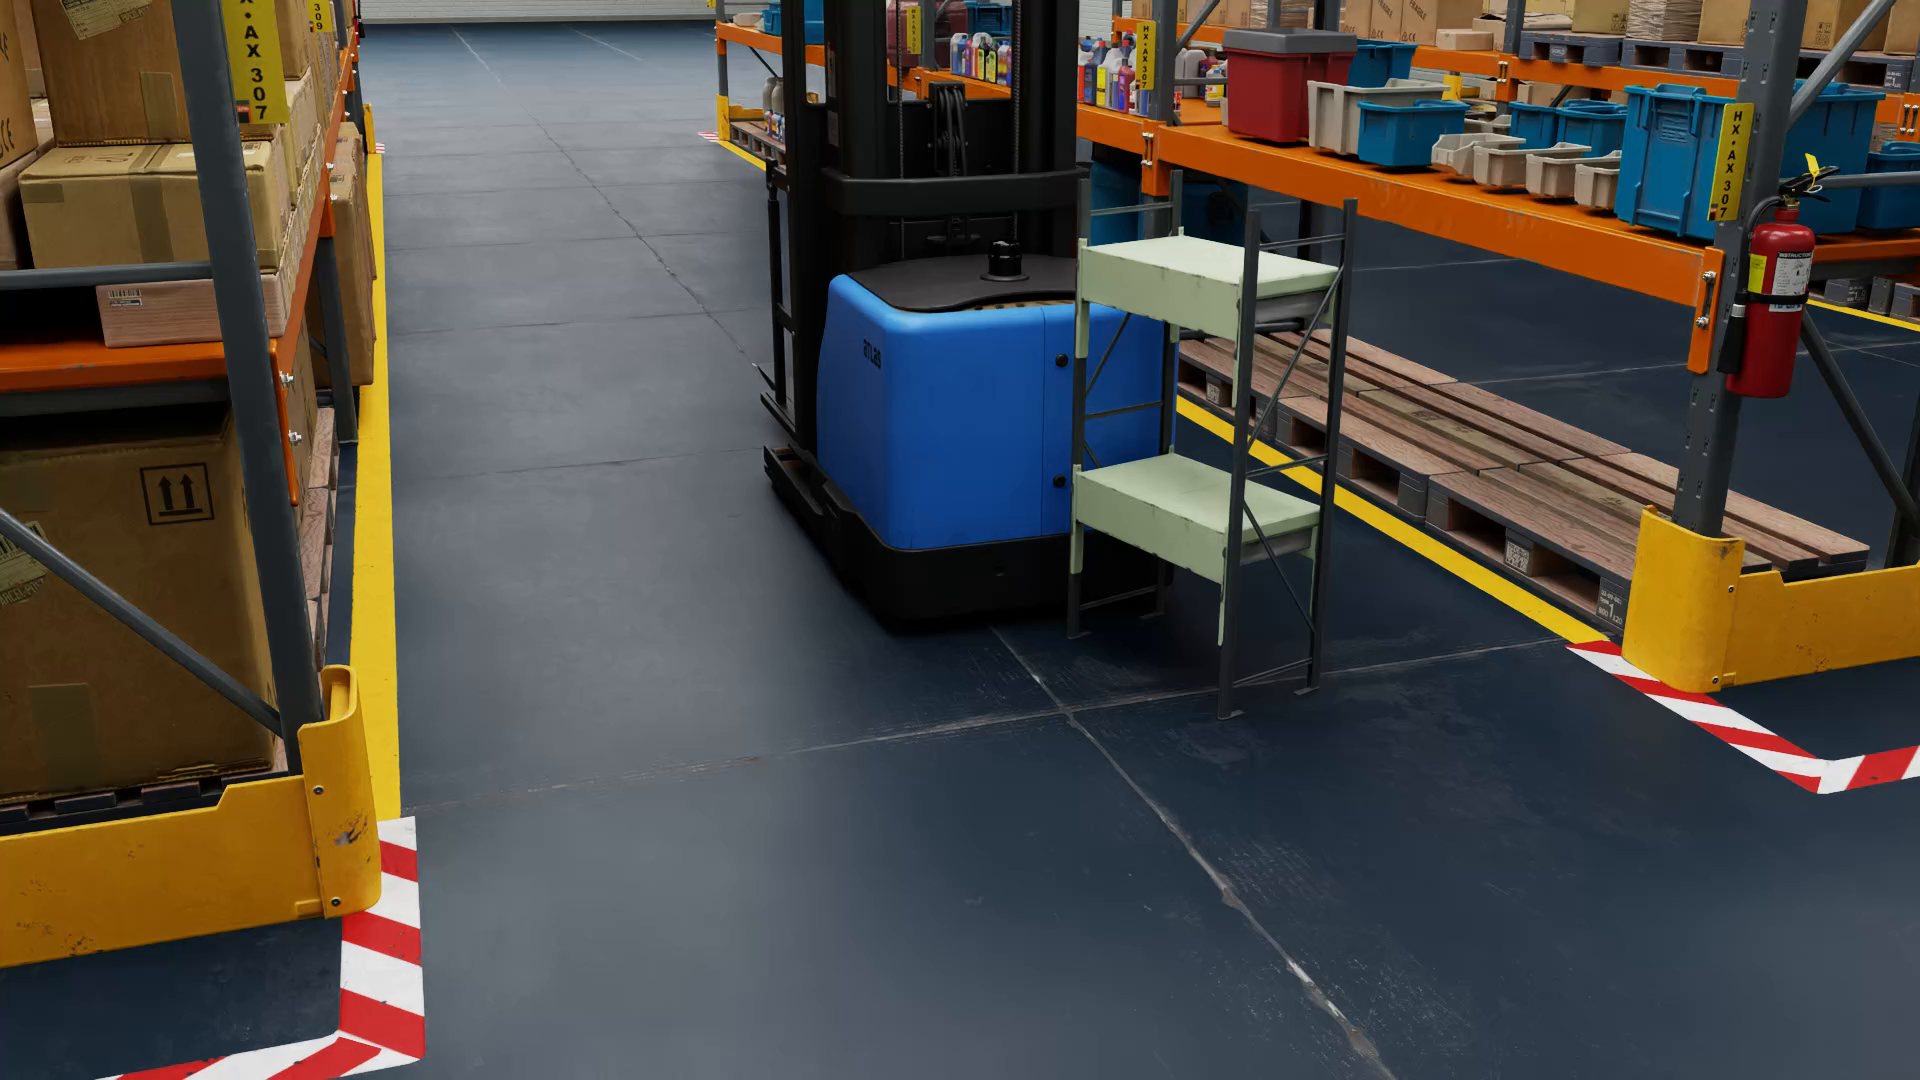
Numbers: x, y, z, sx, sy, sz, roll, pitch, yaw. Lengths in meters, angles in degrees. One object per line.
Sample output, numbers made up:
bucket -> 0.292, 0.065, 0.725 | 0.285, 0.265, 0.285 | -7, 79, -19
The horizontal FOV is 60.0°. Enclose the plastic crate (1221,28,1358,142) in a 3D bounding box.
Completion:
plastic crate -> 1.490, -2.086, 7.604 | 0.402, 0.464, 0.583 | -6, 21, -17

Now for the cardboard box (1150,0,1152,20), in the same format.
cardboard box -> 2.683, -6.445, 19.774 | 0.700, 0.500, 0.500 | -6, 21, -16

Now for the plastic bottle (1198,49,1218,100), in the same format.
plastic bottle -> 1.458, -2.734, 9.764 | 0.061, 0.283, 0.133 | -6, 21, -17

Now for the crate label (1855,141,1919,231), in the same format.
crate label -> 2.939, -1.121, 5.259 | 0.416, 0.233, 0.303 | -6, 21, -17

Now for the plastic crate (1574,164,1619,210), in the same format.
plastic crate -> 2.276, -1.204, 5.632 | 0.396, 0.136, 0.243 | -6, 21, -17

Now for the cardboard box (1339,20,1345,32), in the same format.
cardboard box -> 3.721, -5.009, 16.296 | 0.380, 0.149, 0.250 | -6, 21, -17

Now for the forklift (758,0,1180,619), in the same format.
forklift -> -0.195, -1.582, 6.485 | 1.130, 2.935, 3.031 | -6, 21, -17

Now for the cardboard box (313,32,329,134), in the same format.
cardboard box -> -3.321, -2.197, 7.949 | 0.500, 0.500, 0.500 | -6, 21, -17

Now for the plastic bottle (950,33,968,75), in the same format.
plastic bottle -> 0.019, -3.393, 11.609 | 0.152, 0.276, 0.135 | -6, 21, -17

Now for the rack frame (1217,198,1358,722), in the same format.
rack frame -> 0.935, -0.208, 4.778 | 0.400, 1.500, 0.023 | -13, 23, -32

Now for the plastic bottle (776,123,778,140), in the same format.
plastic bottle -> -1.880, -4.293, 17.420 | 0.097, 0.201, 0.097 | 0, 20, 0

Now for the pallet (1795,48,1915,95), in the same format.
pallet -> 6.003, -3.044, 10.737 | 1.003, 0.211, 1.213 | -6, 21, -17

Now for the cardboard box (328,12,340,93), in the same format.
cardboard box -> -4.122, -3.013, 10.221 | 0.500, 0.500, 0.500 | -6, 21, -16

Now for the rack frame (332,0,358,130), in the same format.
rack frame -> -5.769, -4.382, 14.179 | 1.000, 3.000, 0.127 | -6, 21, -17

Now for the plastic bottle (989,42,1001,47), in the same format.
plastic bottle -> 0.233, -3.209, 11.103 | 0.097, 0.271, 0.097 | 0, 20, 0

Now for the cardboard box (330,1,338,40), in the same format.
cardboard box -> -4.821, -3.788, 12.125 | 0.500, 0.250, 0.500 | -7, 21, -19

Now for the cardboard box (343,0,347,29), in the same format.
cardboard box -> -5.852, -4.720, 14.532 | 0.875, 0.500, 0.500 | -6, 21, -17

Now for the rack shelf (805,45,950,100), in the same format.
rack shelf -> -0.439, -3.928, 13.979 | 1.077, 0.370, 4.000 | -6, 21, -17

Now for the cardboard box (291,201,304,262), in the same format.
cardboard box -> -2.121, -0.891, 4.833 | 0.380, 0.149, 0.250 | -7, 21, -18

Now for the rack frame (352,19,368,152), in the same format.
rack frame -> -7.027, -5.666, 17.753 | 1.000, 3.000, 0.127 | -6, 21, -17

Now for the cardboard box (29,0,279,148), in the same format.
cardboard box -> -2.049, -1.297, 4.262 | 0.500, 0.500, 0.500 | -7, 21, -19

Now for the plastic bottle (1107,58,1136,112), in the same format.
plastic bottle -> 0.902, -2.492, 9.101 | 0.152, 0.276, 0.135 | -6, 21, -17

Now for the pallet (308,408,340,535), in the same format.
pallet -> -3.090, -0.250, 6.800 | 1.003, 0.211, 1.213 | -6, 21, -17

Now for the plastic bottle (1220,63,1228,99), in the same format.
plastic bottle -> 1.548, -2.589, 9.371 | 0.152, 0.276, 0.135 | -6, 21, -17

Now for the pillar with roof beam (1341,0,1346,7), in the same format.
pillar with roof beam -> 2.149, -11.403, 24.852 | 9.100, 9.000, 0.400 | -6, 21, -17

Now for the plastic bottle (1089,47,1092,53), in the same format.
plastic bottle -> 0.905, -3.240, 11.293 | 0.097, 0.201, 0.097 | 0, 20, 0

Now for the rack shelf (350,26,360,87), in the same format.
rack shelf -> -6.398, -4.685, 16.088 | 1.077, 0.370, 4.000 | -6, 21, -17

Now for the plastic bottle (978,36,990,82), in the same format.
plastic bottle -> 0.163, -3.200, 11.061 | 0.061, 0.283, 0.133 | -6, 21, -17

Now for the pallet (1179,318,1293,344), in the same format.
pallet -> 1.244, -1.281, 9.670 | 1.003, 0.211, 1.213 | -6, 21, -17

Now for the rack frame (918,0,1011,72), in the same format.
rack frame -> 0.190, -3.625, 12.070 | 1.000, 3.000, 0.127 | -6, 21, -17

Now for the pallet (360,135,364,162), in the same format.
pallet -> -6.781, -4.064, 17.420 | 1.003, 0.211, 1.213 | -6, 21, -17

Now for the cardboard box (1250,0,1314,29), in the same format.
cardboard box -> 3.491, -5.622, 17.484 | 0.700, 0.500, 0.500 | -7, 21, -19

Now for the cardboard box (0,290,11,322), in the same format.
cardboard box -> -2.505, -0.575, 3.953 | 0.380, 0.149, 0.250 | -6, 21, -17

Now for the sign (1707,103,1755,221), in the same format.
sign -> 2.187, -1.071, 4.718 | 0.100, 0.325, 0.005 | -6, 21, -17

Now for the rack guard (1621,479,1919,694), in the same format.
rack guard -> 2.724, 0.125, 5.328 | 1.175, 0.500, 0.348 | -6, 21, -17

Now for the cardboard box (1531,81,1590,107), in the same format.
cardboard box -> 7.575, -5.620, 20.672 | 0.700, 0.500, 0.500 | -8, 21, -21

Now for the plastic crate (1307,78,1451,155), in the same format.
plastic crate -> 1.752, -1.804, 7.088 | 0.437, 0.282, 0.530 | -6, 21, -17

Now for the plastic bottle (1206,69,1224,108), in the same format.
plastic bottle -> 1.436, -2.535, 9.330 | 0.097, 0.201, 0.097 | 0, 20, 0

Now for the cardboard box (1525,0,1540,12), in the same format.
cardboard box -> 7.264, -6.664, 20.724 | 0.500, 0.250, 0.500 | -7, 21, -18

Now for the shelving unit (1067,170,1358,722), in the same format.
shelving unit -> 0.730, -0.311, 5.063 | 0.431, 1.500, 0.755 | -13, 23, -32

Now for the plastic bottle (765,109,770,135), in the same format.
plastic bottle -> -2.051, -4.500, 17.893 | 0.097, 0.271, 0.097 | 0, 20, 0

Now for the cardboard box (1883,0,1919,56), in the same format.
cardboard box -> 6.214, -3.287, 10.360 | 0.700, 0.500, 0.500 | -15, 24, -35

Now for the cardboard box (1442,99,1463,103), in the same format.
cardboard box -> 4.514, -4.013, 15.768 | 0.500, 0.311, 0.500 | -7, 21, -18

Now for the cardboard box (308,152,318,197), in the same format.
cardboard box -> -2.524, -1.303, 5.979 | 0.380, 0.149, 0.250 | -6, 21, -16

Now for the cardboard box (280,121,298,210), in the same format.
cardboard box -> -2.216, -1.111, 4.854 | 0.500, 0.250, 0.500 | -7, 21, -19

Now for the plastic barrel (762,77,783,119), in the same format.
plastic barrel -> -2.045, -5.016, 19.002 | 0.421, 0.512, 0.421 | 0, 20, 0

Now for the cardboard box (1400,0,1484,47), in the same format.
cardboard box -> 4.350, -4.733, 15.010 | 0.500, 0.500, 0.500 | -8, 21, -20

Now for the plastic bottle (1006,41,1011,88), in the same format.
plastic bottle -> 0.339, -3.021, 10.562 | 0.061, 0.283, 0.133 | -6, 21, -17

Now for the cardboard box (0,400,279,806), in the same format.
cardboard box -> -2.275, 0.074, 4.294 | 0.875, 0.875, 0.875 | -6, 21, -17

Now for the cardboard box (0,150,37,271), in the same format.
cardboard box -> -2.402, -0.728, 3.787 | 0.500, 0.250, 0.500 | -7, 21, -18

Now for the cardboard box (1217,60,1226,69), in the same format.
cardboard box -> 3.137, -4.977, 18.173 | 0.500, 0.500, 0.500 | -6, 21, -17

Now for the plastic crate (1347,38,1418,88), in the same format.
plastic crate -> 1.918, -2.248, 8.173 | 0.392, 0.384, 0.575 | -6, 21, -17
